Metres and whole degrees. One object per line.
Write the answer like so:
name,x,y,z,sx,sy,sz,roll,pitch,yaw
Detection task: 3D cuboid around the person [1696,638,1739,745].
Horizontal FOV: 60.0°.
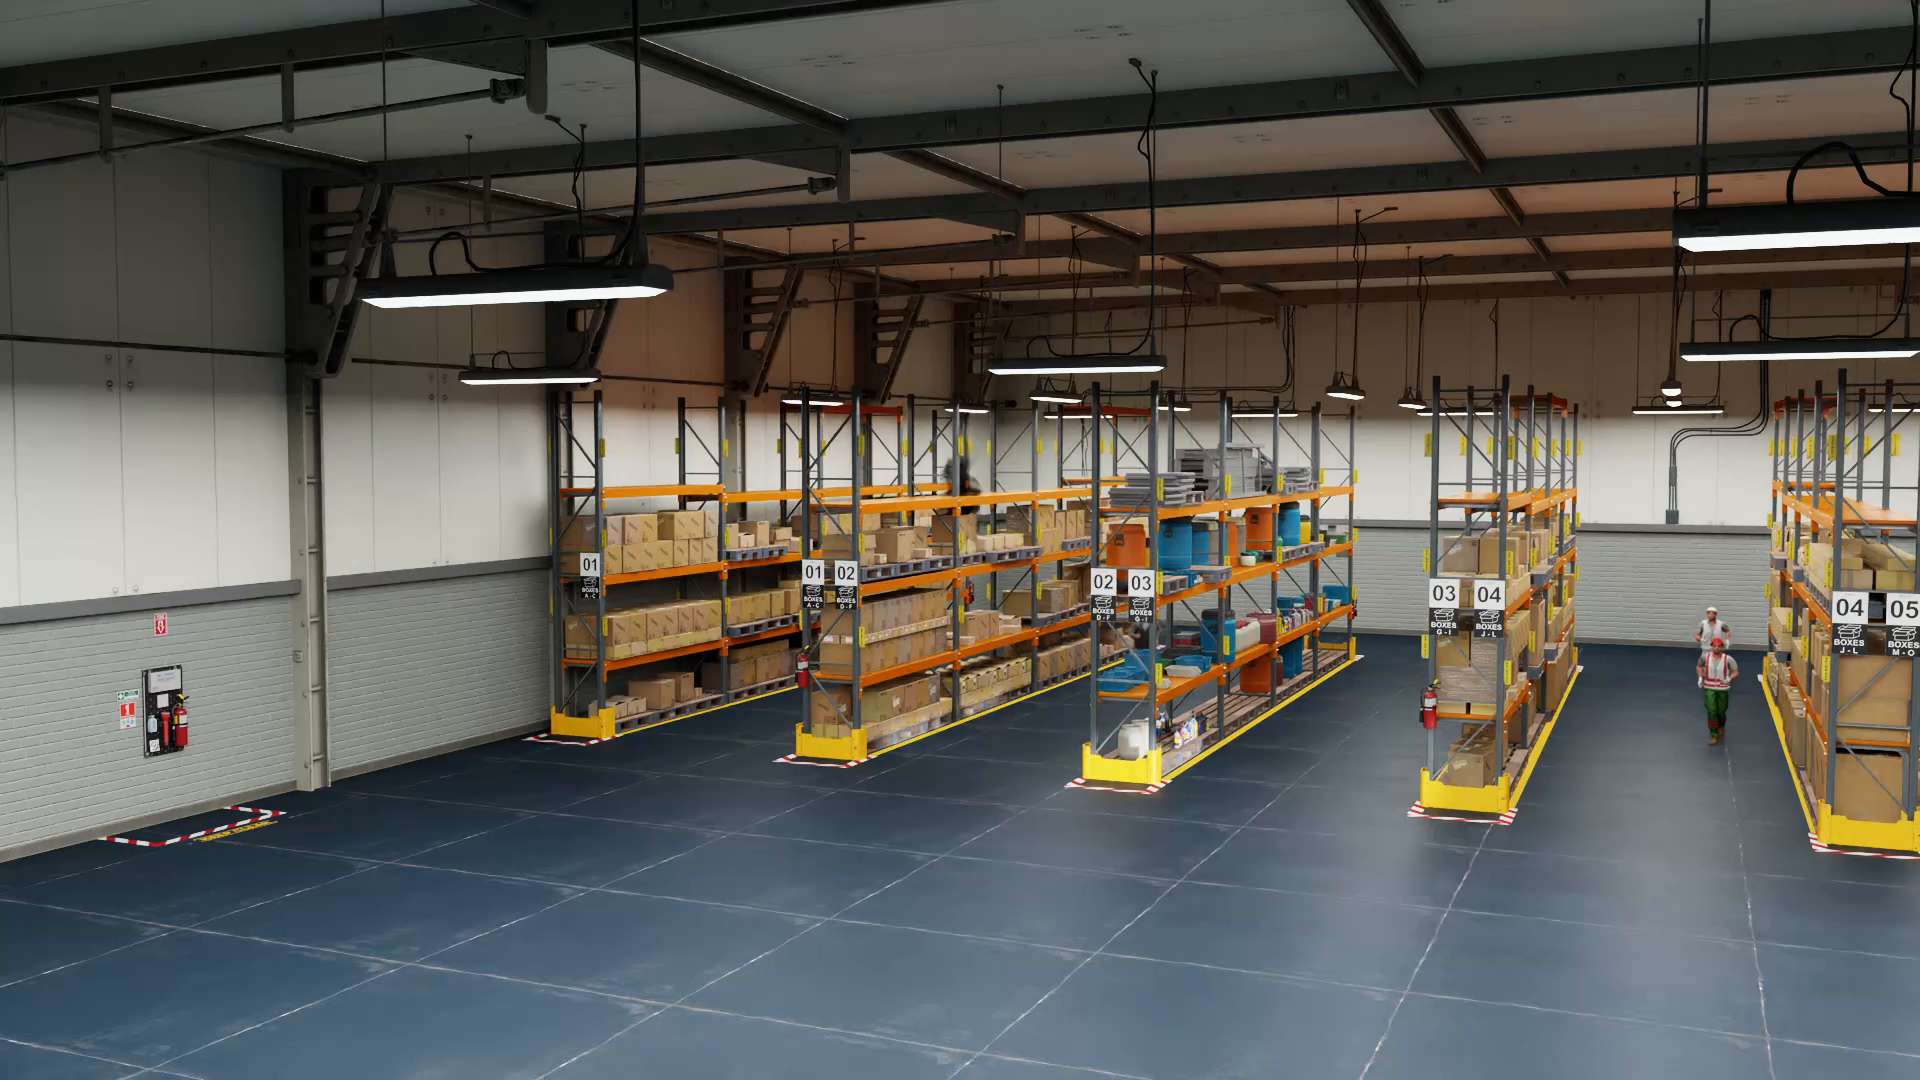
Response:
person,12.876,2.549,28.290,0.663,1.790,0.863,2,4,26

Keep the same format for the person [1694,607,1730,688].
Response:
person,15.253,2.245,33.737,0.670,1.789,0.989,1,3,23

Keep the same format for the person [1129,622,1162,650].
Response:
person,3.787,2.238,34.019,0.657,1.725,0.950,1,3,10
